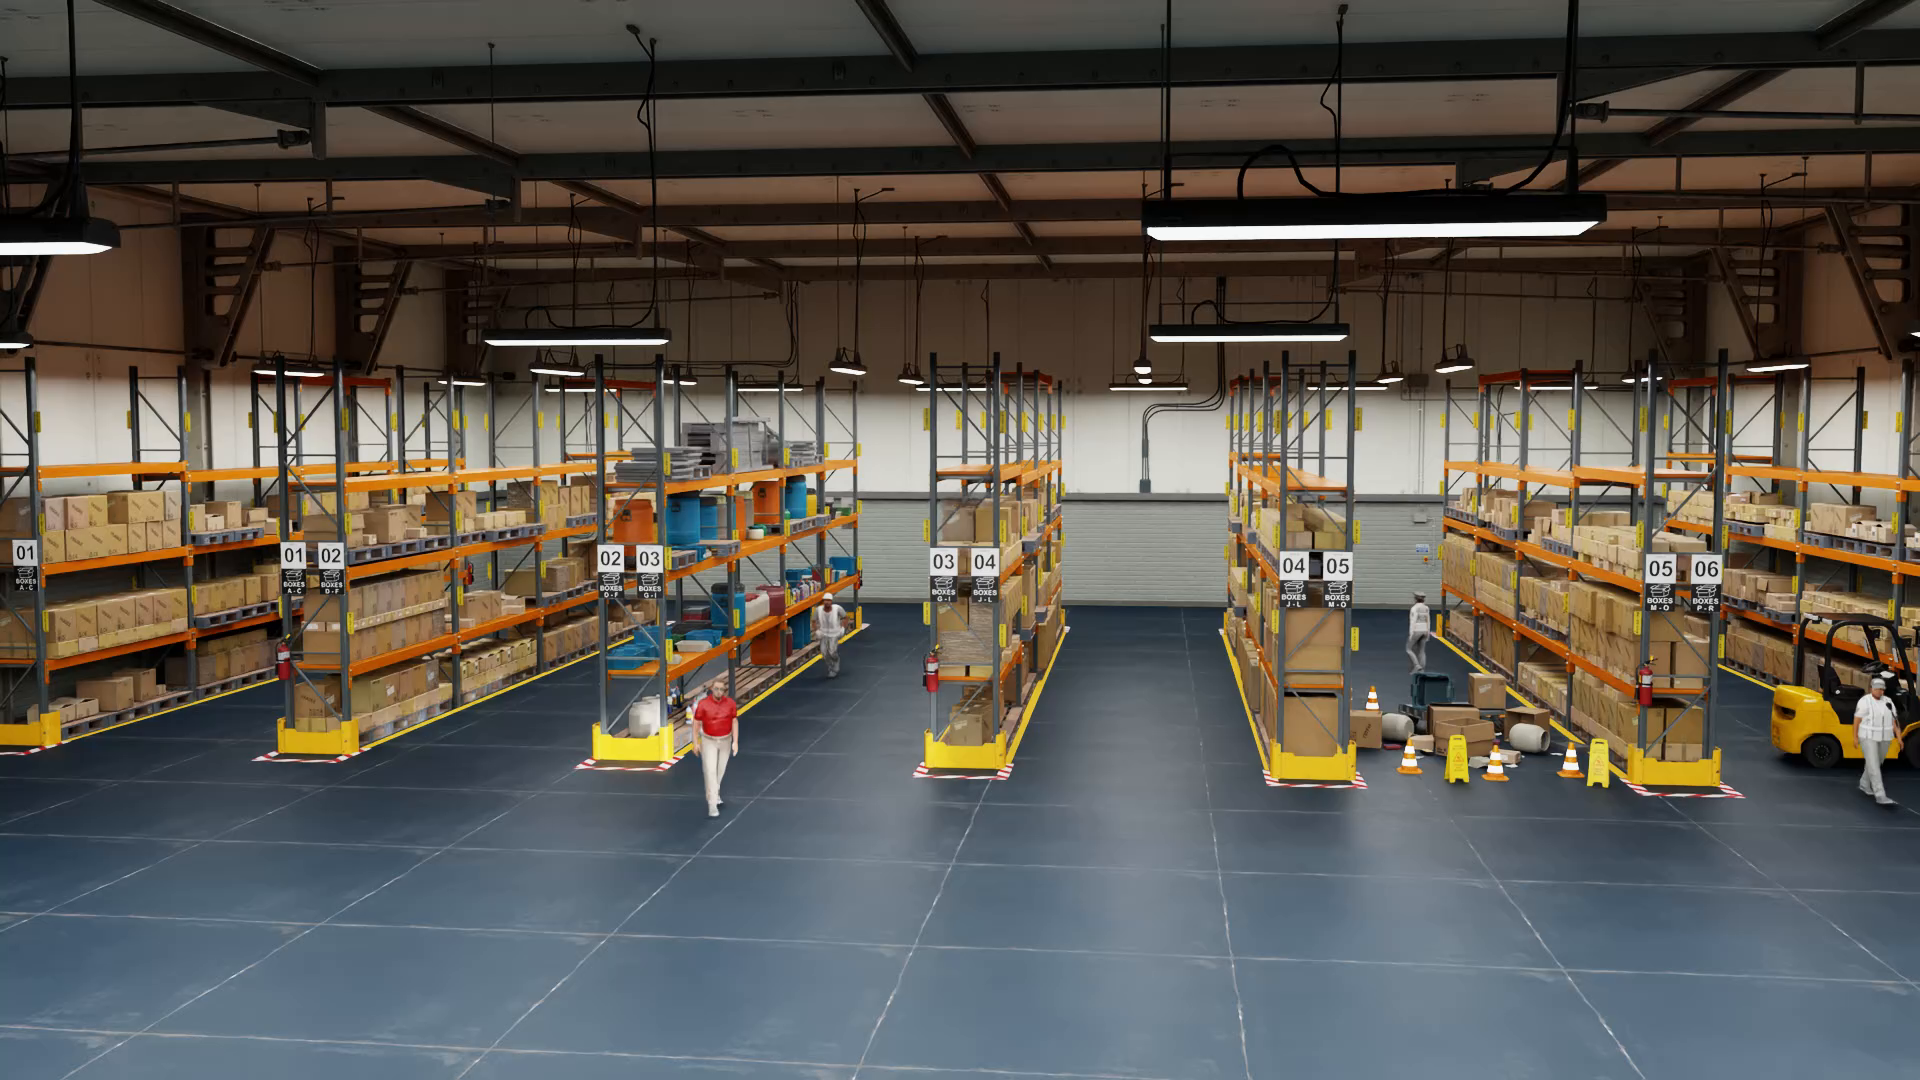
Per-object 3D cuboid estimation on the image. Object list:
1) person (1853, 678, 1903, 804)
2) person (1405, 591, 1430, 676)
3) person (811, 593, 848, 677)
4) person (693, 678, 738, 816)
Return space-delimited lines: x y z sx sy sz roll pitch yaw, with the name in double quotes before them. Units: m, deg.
"person" 12.117 2.625 21.917 0.502 1.607 0.988 0 4 -1
"person" 9.060 1.849 32.754 0.526 1.677 0.433 -2 5 -27
"person" -2.549 1.862 32.567 0.690 1.684 0.643 1 4 13
"person" -3.130 2.622 21.427 0.571 1.681 0.946 -2 5 -31
